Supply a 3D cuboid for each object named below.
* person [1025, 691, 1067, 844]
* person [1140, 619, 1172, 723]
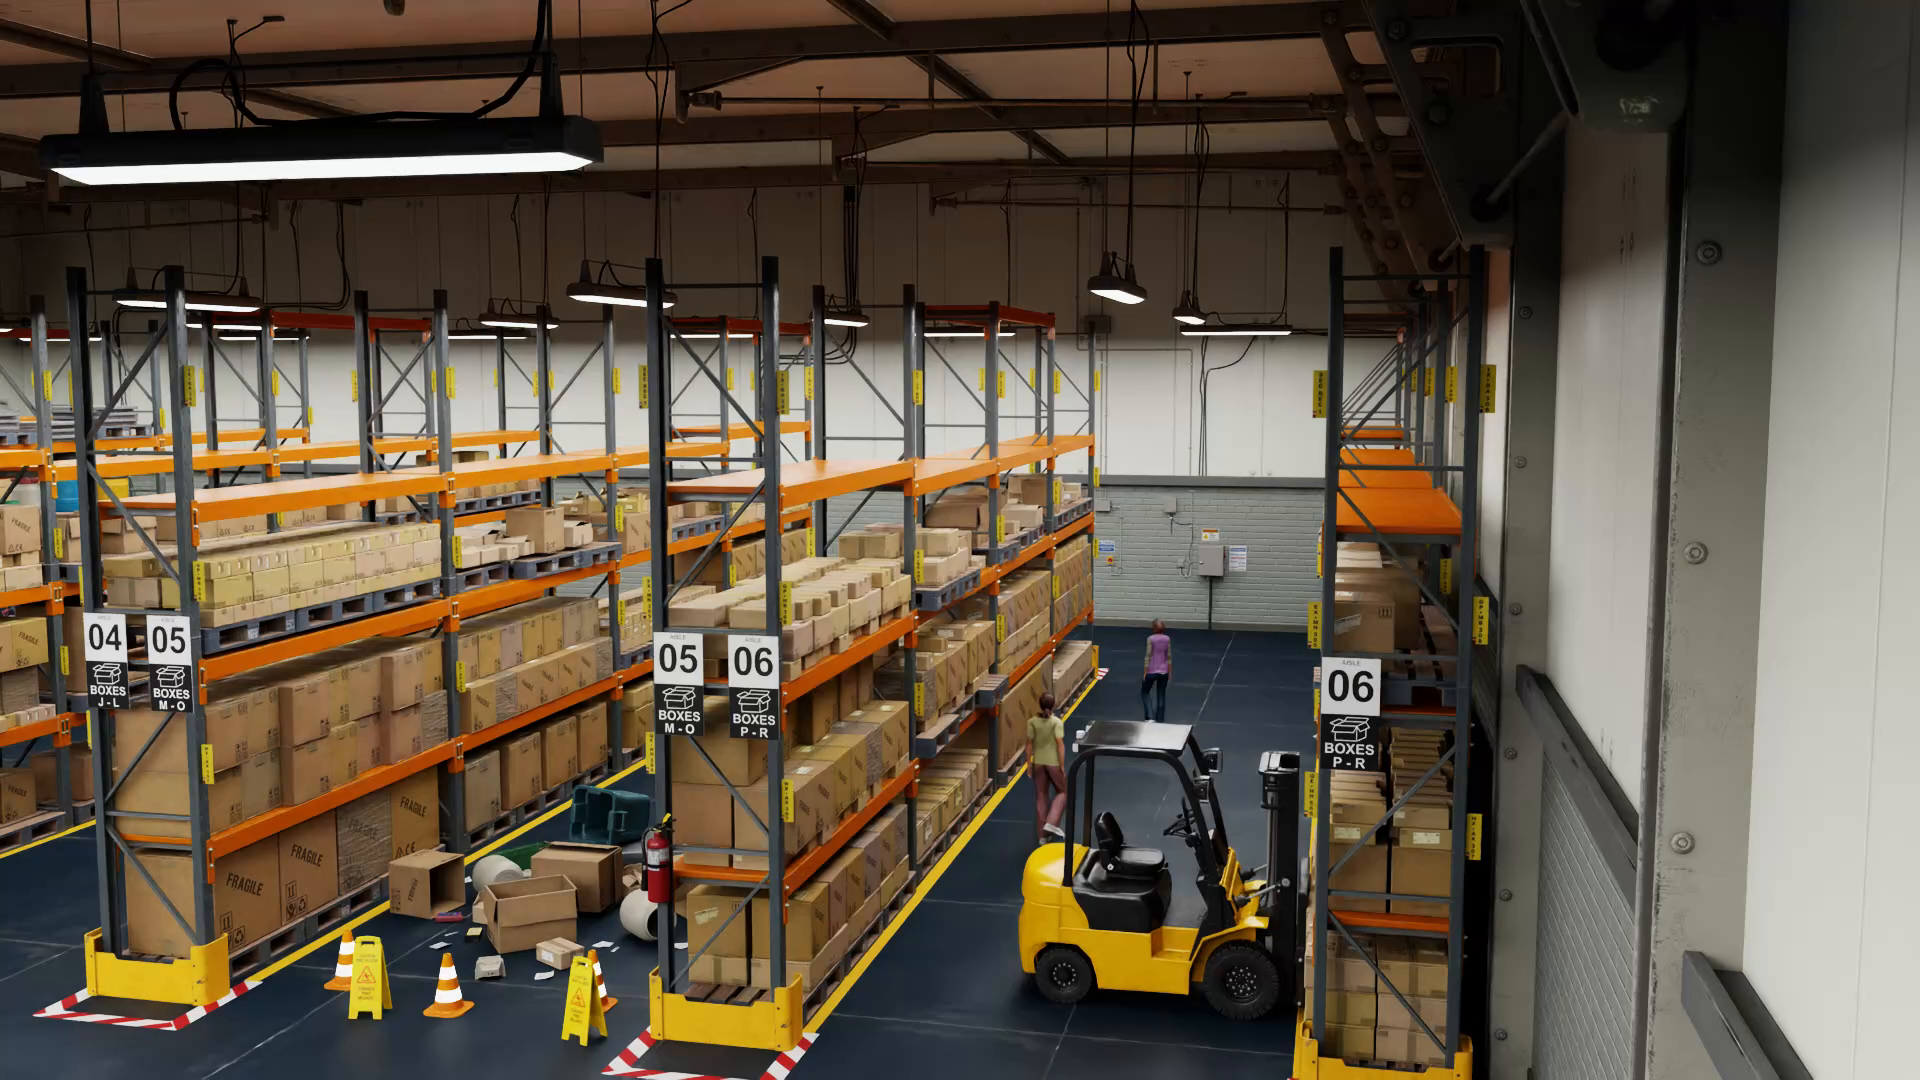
[{"bbox_3d":[0.952,2.491,18.222,0.499,1.662,0.471,2,6,22],"label":"person"},{"bbox_3d":[2.854,1.949,24.077,0.443,1.623,0.362,-2,6,-16],"label":"person"}]
